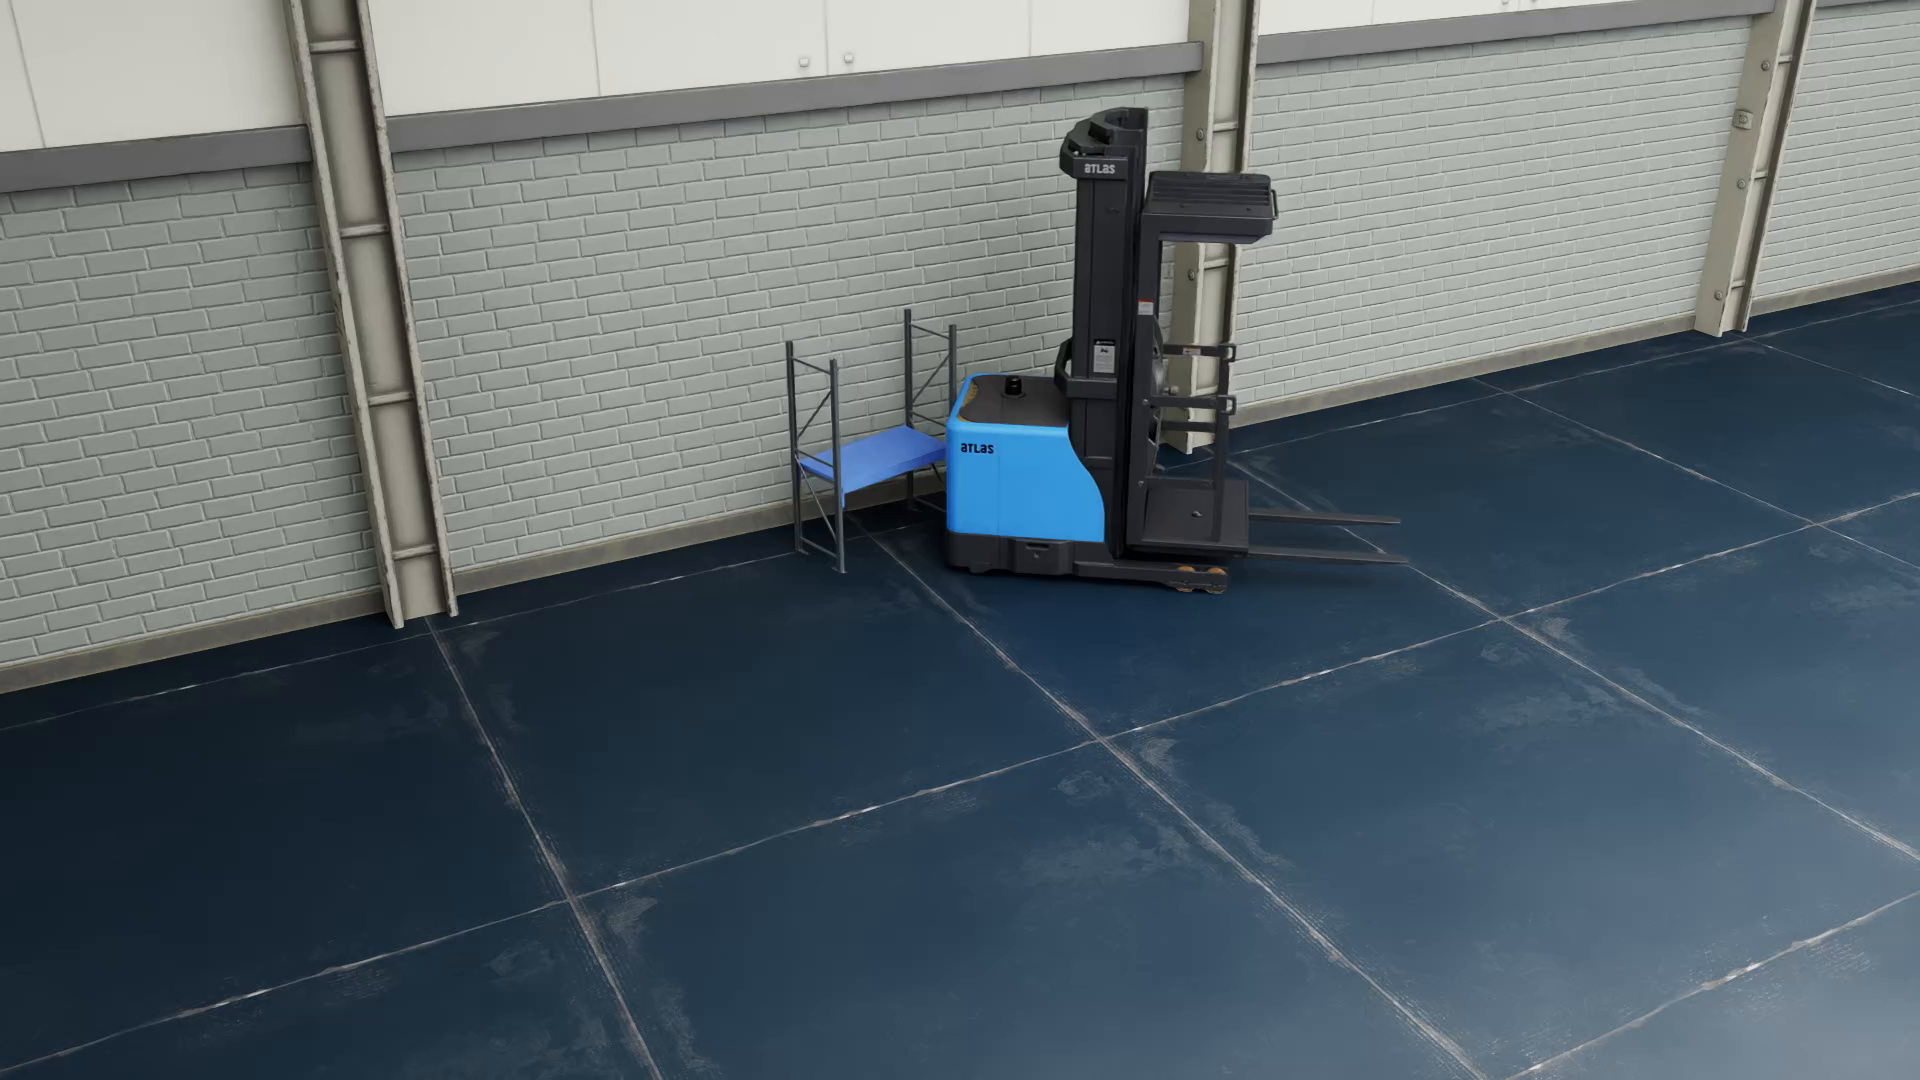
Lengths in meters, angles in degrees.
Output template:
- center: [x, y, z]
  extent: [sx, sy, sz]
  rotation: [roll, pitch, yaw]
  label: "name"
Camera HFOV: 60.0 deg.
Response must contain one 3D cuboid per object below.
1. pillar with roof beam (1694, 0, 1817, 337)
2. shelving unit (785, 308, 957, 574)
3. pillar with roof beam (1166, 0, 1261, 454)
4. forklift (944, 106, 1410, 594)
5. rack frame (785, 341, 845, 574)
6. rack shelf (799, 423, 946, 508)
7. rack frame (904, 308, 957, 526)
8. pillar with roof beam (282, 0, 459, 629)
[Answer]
- center: [9.184, -4.400, 10.319]
  extent: [0.400, 9.000, 9.100]
  rotation: [-13, 29, -25]
  label: "pillar with roof beam"
- center: [-0.577, -0.681, 11.238]
  extent: [1.048, 1.500, 0.538]
  rotation: [-22, 33, -38]
  label: "shelving unit"
- center: [3.889, -3.178, 7.774]
  extent: [0.400, 9.000, 9.100]
  rotation: [-13, 29, -25]
  label: "pillar with roof beam"
- center: [1.456, -1.217, 10.700]
  extent: [3.031, 2.935, 1.130]
  rotation: [4, 26, 8]
  label: "forklift"
- center: [-0.950, -0.532, 10.927]
  extent: [0.032, 1.500, 0.500]
  rotation: [-22, 33, -38]
  label: "rack frame"
- center: [-0.577, -0.519, 11.316]
  extent: [1.000, 0.185, 0.538]
  rotation: [-22, 33, -38]
  label: "rack shelf"
- center: [-0.203, -0.830, 11.549]
  extent: [0.032, 1.500, 0.500]
  rotation: [-22, 33, -38]
  label: "rack frame"
- center: [-1.405, -1.956, 5.229]
  extent: [0.400, 9.000, 9.100]
  rotation: [-13, 29, -25]
  label: "pillar with roof beam"
